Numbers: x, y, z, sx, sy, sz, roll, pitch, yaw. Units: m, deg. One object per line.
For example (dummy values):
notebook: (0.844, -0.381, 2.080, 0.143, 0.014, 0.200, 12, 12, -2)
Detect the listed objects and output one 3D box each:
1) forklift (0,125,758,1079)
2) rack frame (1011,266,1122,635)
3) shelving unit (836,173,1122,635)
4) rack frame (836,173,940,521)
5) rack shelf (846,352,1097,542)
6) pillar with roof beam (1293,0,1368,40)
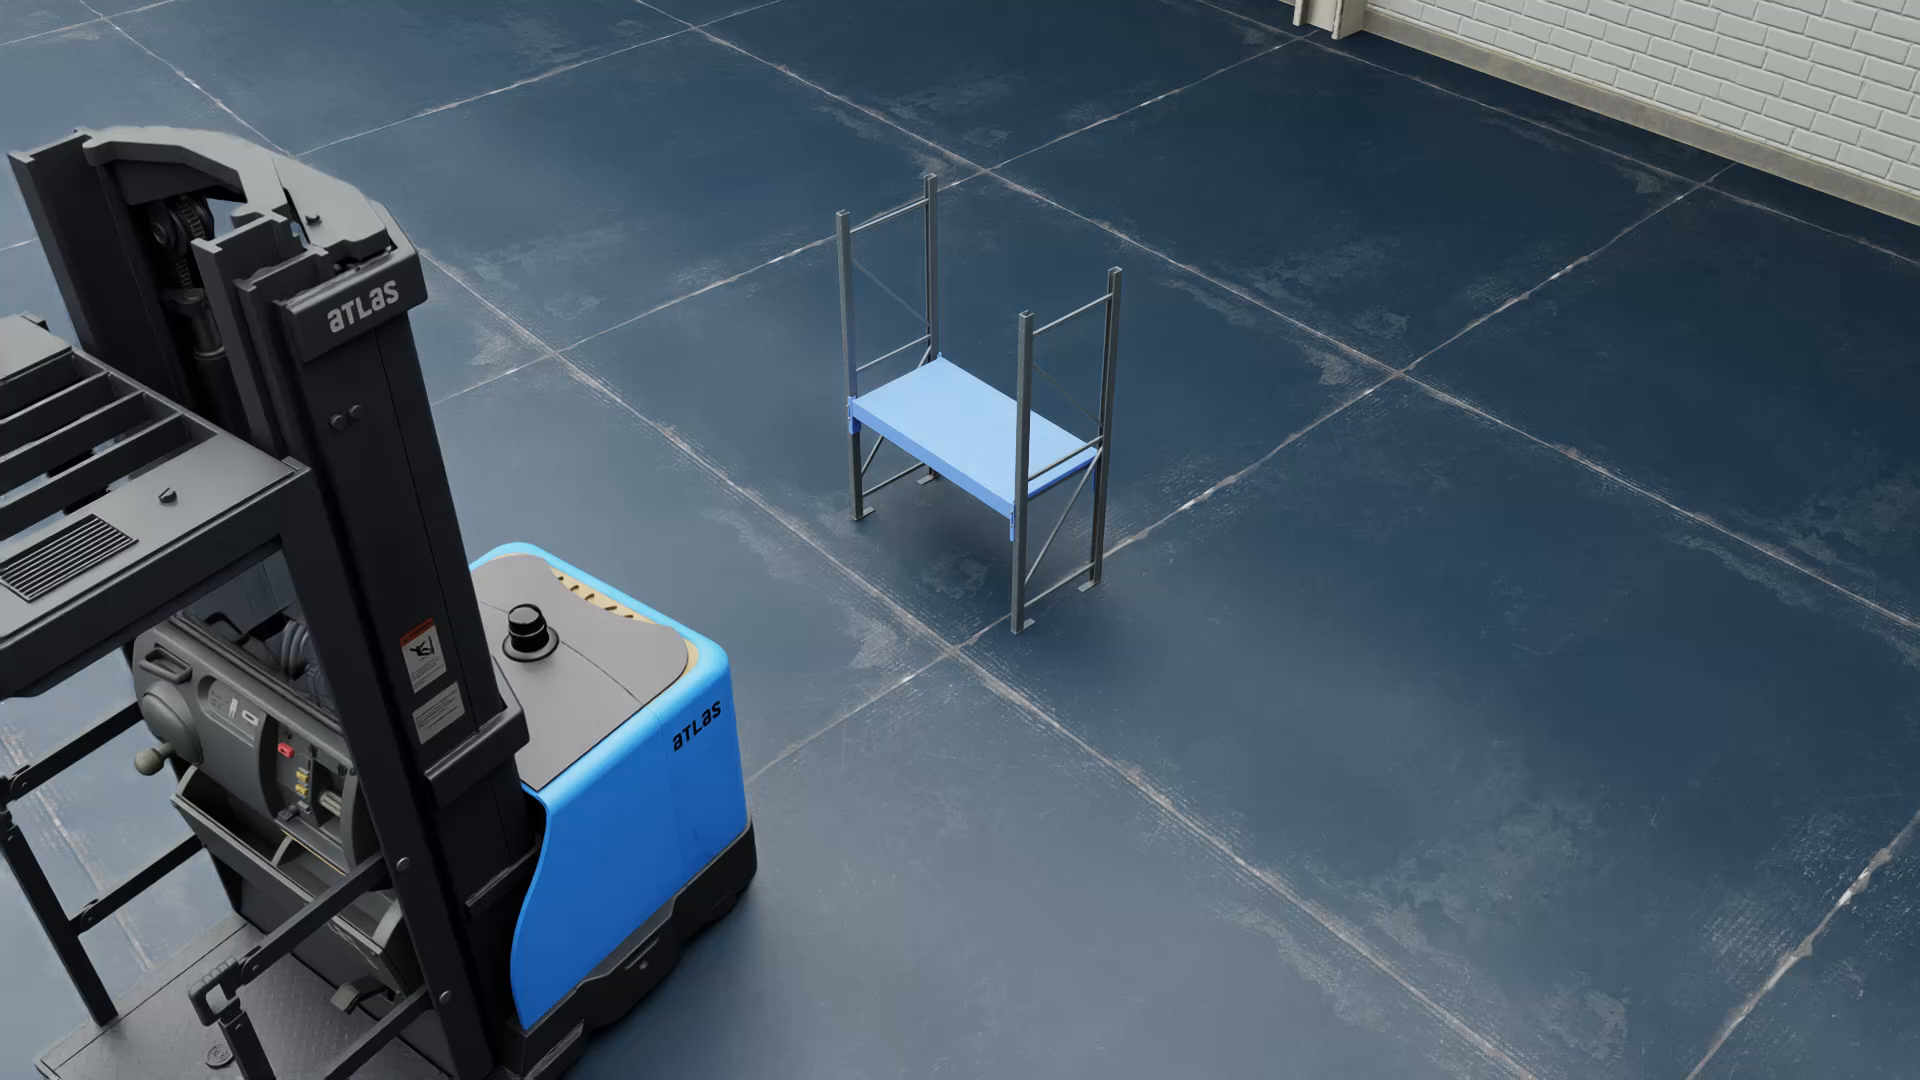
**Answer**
forklift: (-1.972, 0.604, 4.169, 1.130, 2.935, 3.031, 25, 45, 27)
rack frame: (0.401, -0.309, 6.439, 0.500, 1.500, 0.032, -30, 48, -32)
shelving unit: (0.058, -0.544, 6.730, 0.538, 1.500, 1.048, -30, 48, -32)
rack frame: (-0.286, -0.779, 7.021, 0.500, 1.500, 0.032, -30, 48, -32)
rack shelf: (0.058, -0.404, 6.843, 0.538, 0.185, 1.000, -30, 48, -32)
pillar with roof beam: (-0.570, -5.303, 6.654, 9.100, 9.000, 0.400, -30, 48, -32)
